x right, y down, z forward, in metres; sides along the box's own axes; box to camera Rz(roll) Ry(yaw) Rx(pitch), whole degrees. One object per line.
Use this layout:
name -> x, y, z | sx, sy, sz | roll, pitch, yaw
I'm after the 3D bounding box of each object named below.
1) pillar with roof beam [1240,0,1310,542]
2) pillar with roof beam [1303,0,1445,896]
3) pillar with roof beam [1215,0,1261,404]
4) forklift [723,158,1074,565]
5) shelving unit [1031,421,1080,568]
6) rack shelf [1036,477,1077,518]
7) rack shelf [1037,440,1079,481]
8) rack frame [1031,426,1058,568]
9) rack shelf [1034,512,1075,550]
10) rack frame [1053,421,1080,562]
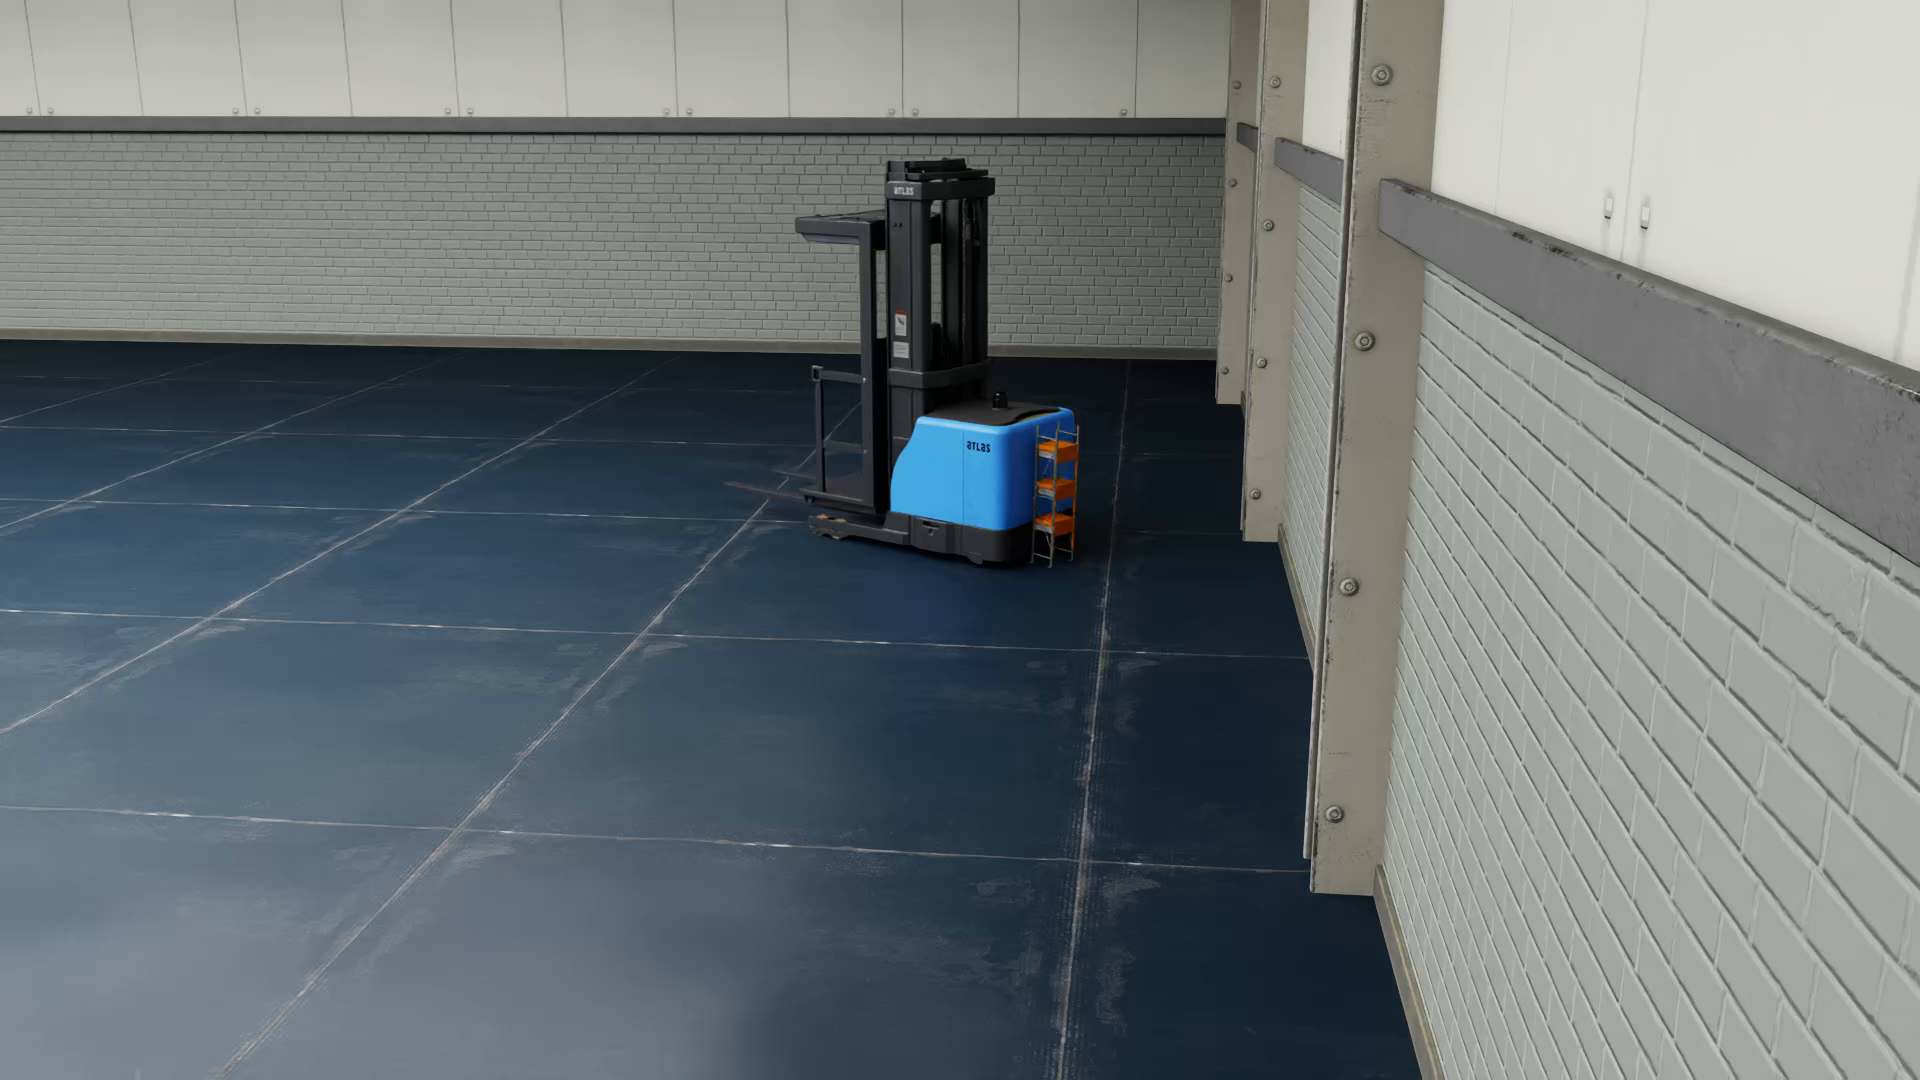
pillar with roof beam -> -1.868, -4.510, 12.601 | 9.100, 9.000, 0.400 | 2, 15, 6
pillar with roof beam -> -2.545, -2.954, 6.846 | 9.100, 9.000, 0.400 | 2, 15, 6
pillar with roof beam -> -1.191, -6.066, 18.356 | 9.100, 9.000, 0.400 | 2, 15, 6
forklift -> -0.595, -1.516, 13.152 | 3.031, 2.935, 1.130 | 11, 19, 35
shelving unit -> 0.709, -0.339, 12.388 | 0.215, 1.050, 0.252 | 16, 22, 40
rack shelf -> 0.709, -0.329, 12.391 | 0.215, 0.259, 0.240 | 16, 22, 40
rack shelf -> 0.716, -0.600, 12.309 | 0.215, 0.259, 0.240 | 16, 22, 40
rack frame -> 0.626, -0.315, 12.302 | 0.200, 1.050, 0.008 | 16, 22, 40
rack shelf -> 0.701, -0.063, 12.470 | 0.215, 0.259, 0.240 | 16, 22, 40
rack frame -> 0.792, -0.362, 12.474 | 0.200, 1.050, 0.008 | 16, 22, 40
